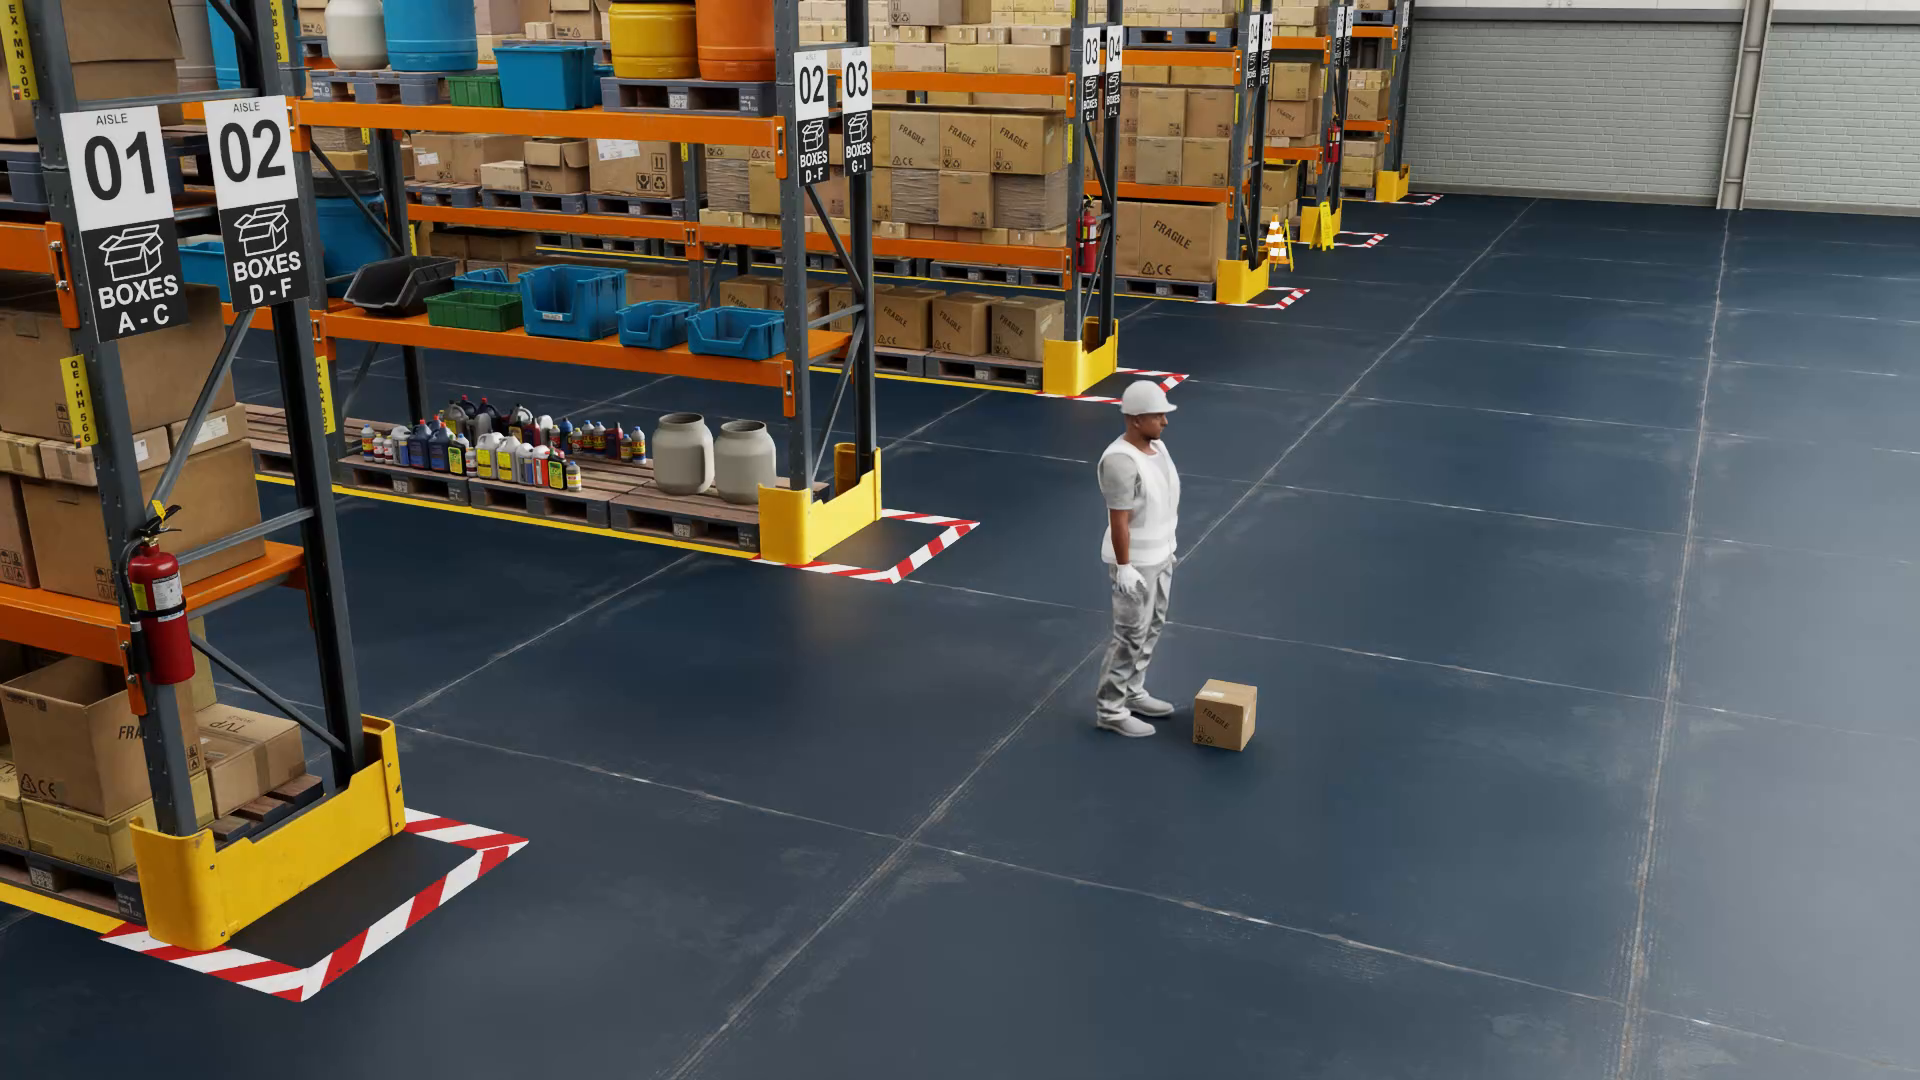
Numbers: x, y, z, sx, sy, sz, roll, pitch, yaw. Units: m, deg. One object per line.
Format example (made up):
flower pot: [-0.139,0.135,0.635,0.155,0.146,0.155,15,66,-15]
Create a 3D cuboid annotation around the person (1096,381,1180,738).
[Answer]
person: [0.895,0.084,8.295,0.355,1.782,0.546,9,21,24]
